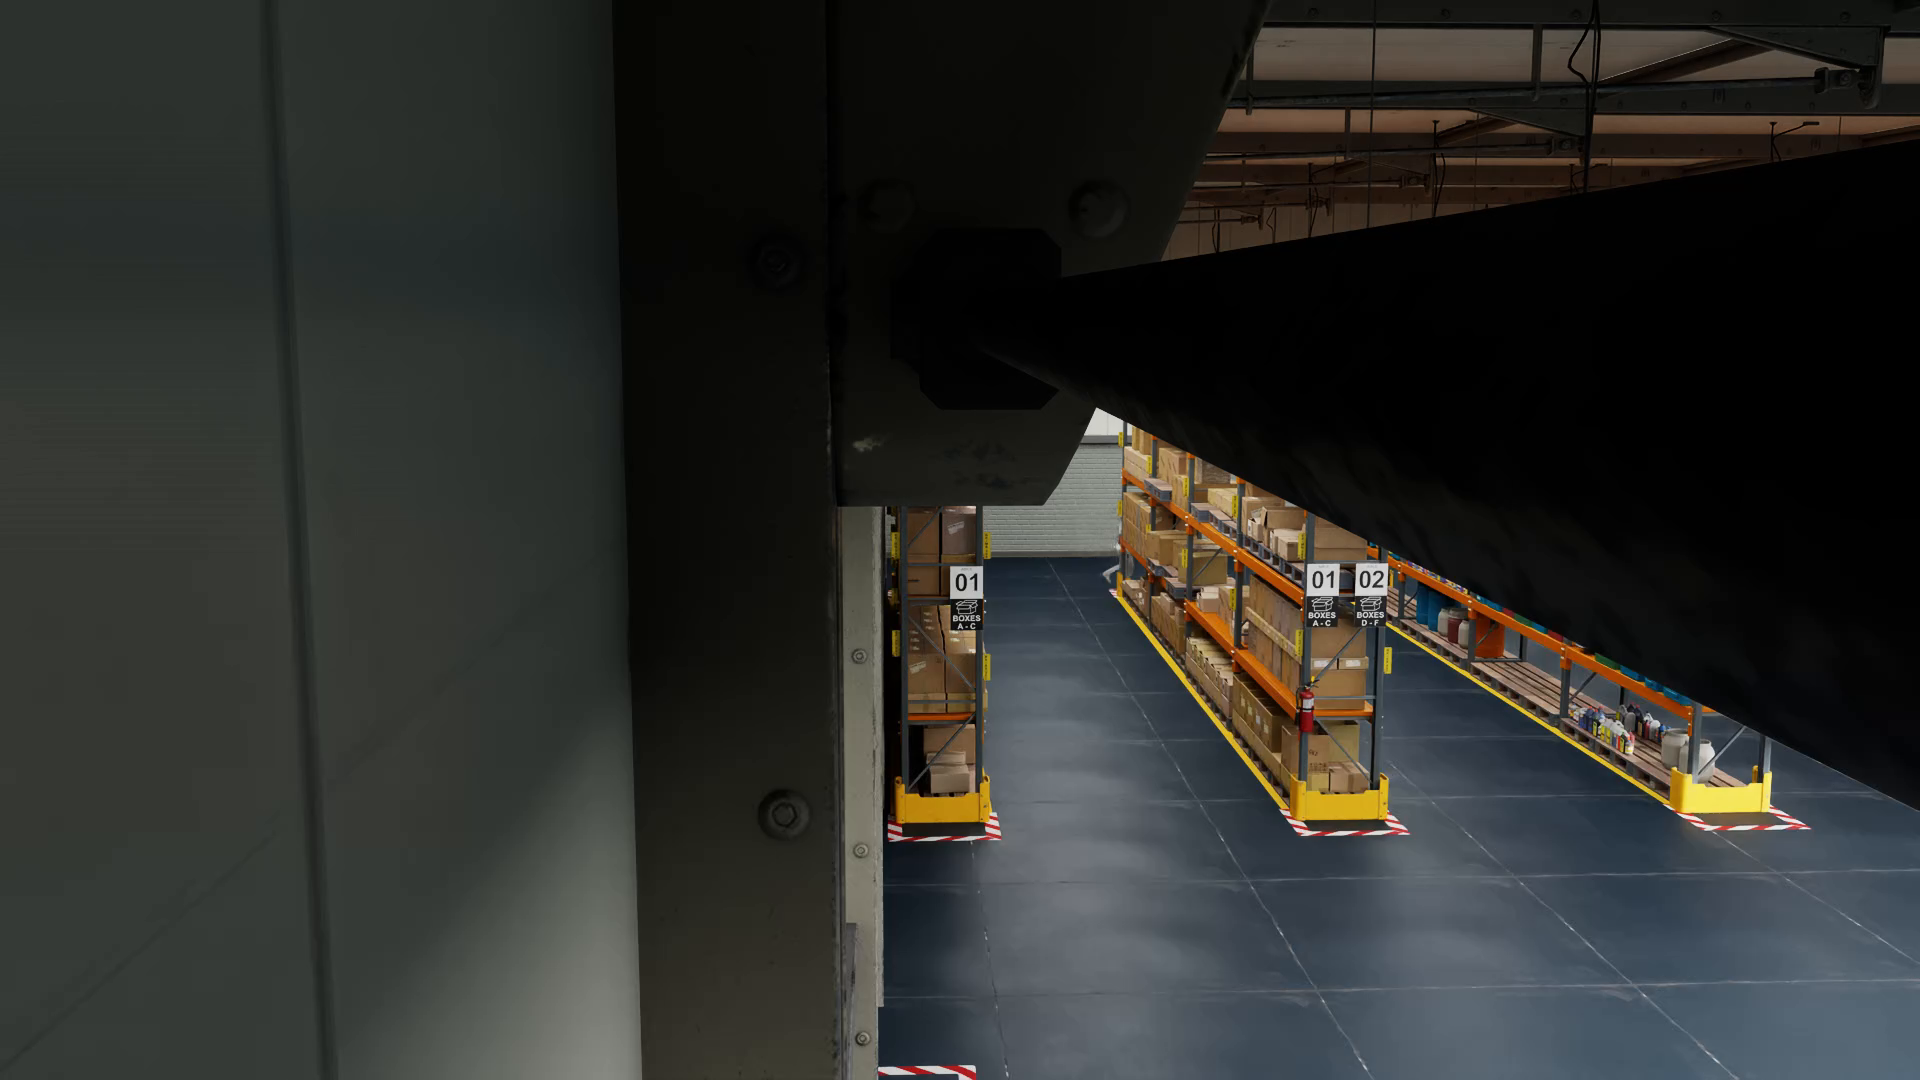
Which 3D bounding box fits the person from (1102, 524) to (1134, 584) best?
[{"bbox_3d":[3.659,0.216,37.412,0.903,1.757,0.689,0,8,0],"label":"person"}]
